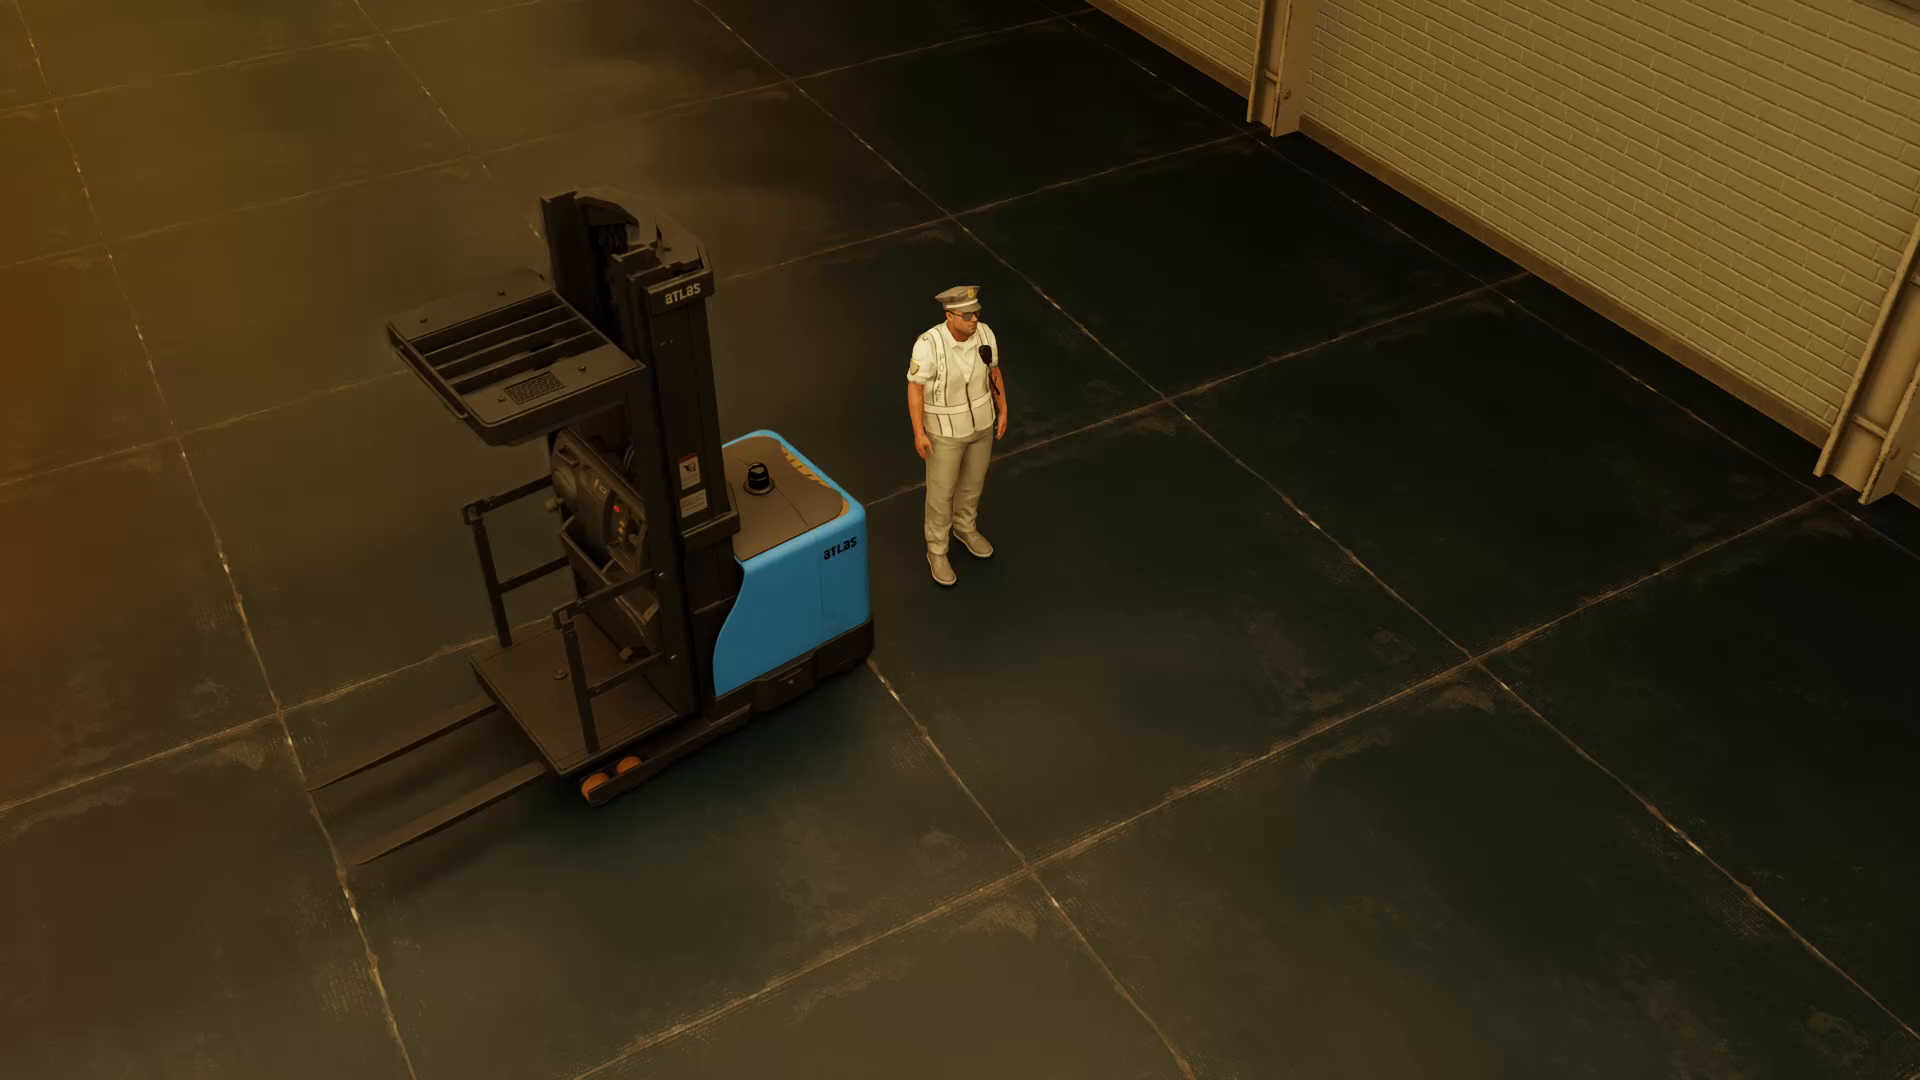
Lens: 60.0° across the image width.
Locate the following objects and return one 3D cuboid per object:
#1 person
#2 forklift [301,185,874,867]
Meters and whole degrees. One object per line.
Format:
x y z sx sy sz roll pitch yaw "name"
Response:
0.030 -0.645 9.702 0.641 1.779 0.574 -20 44 -23 "person"
-1.963 -0.133 8.196 3.031 2.935 1.130 -26 46 -28 "forklift"
